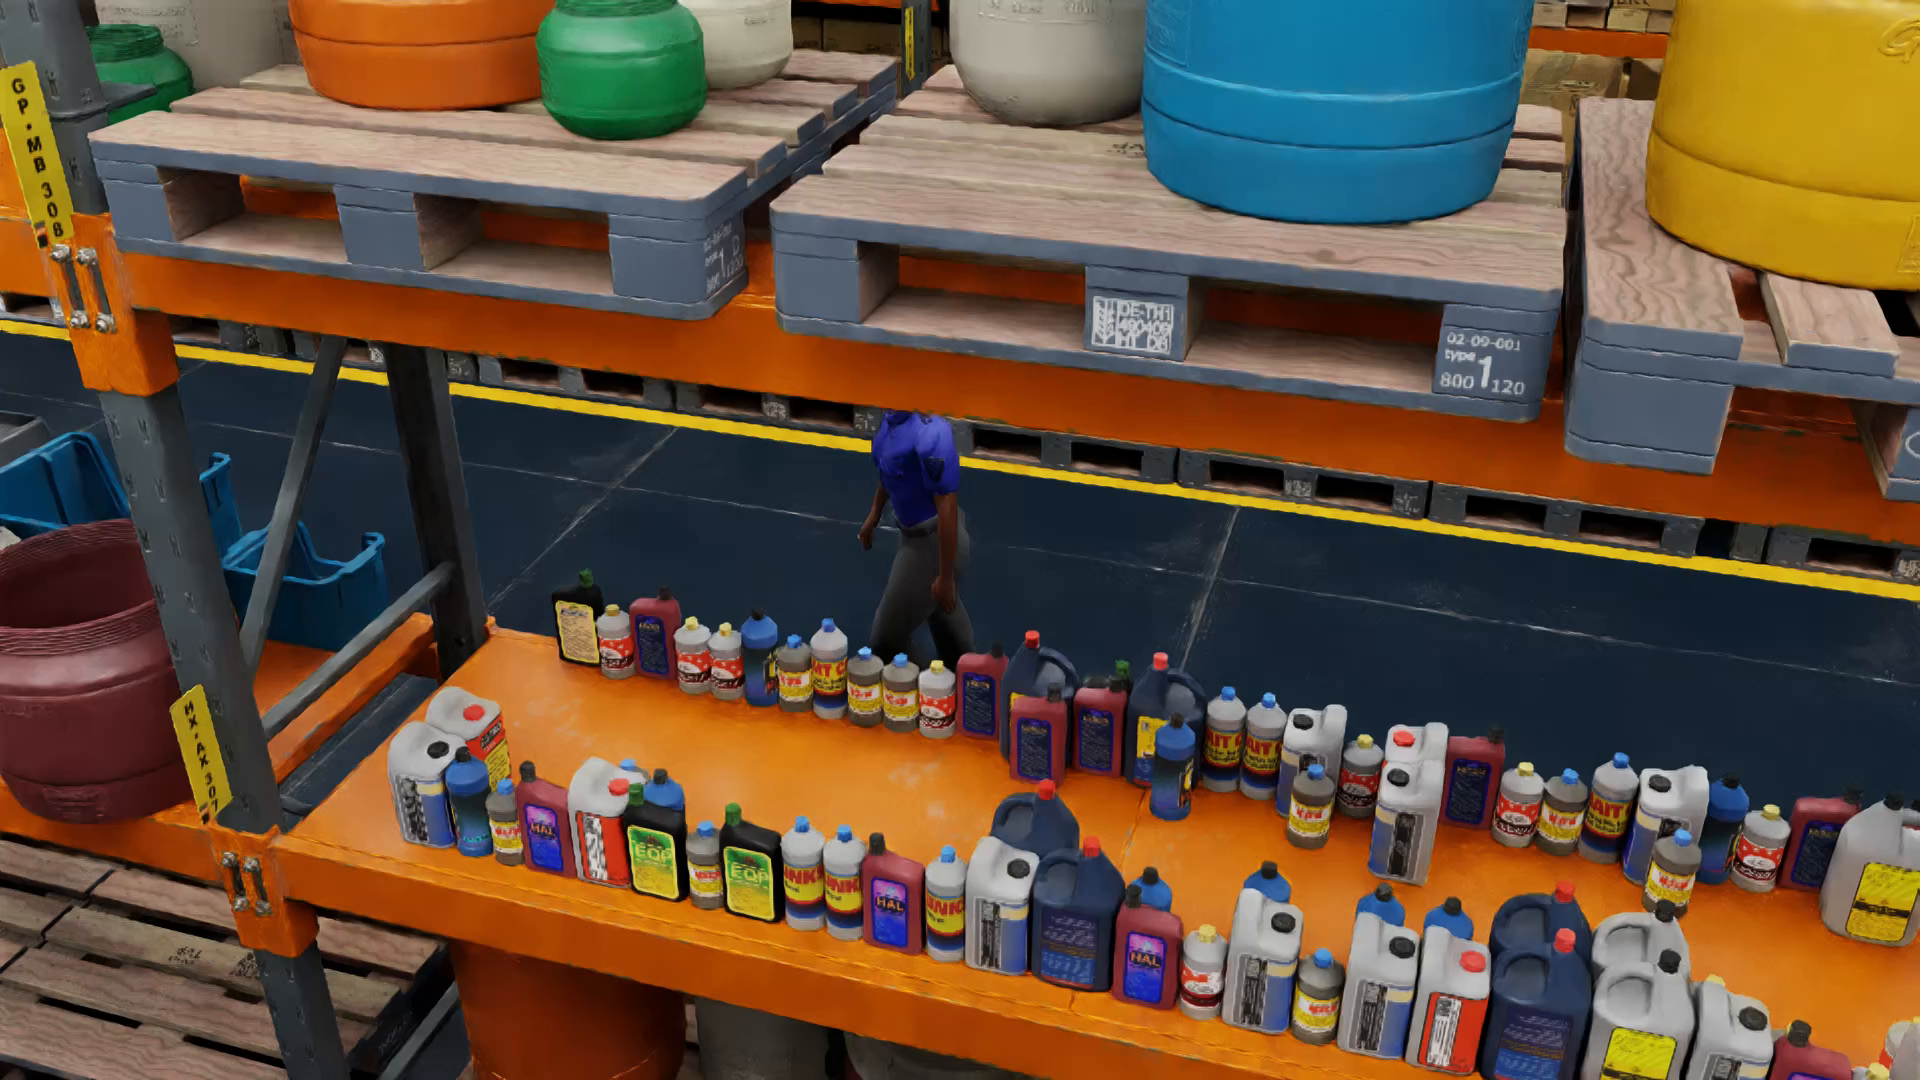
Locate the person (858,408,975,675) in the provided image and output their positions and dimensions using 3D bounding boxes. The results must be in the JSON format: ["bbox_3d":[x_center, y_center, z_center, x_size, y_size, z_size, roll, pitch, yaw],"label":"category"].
[{"bbox_3d":[-0.127,0.017,6.100,0.461,1.637,0.576,-5,30,-9],"label":"person"}]
